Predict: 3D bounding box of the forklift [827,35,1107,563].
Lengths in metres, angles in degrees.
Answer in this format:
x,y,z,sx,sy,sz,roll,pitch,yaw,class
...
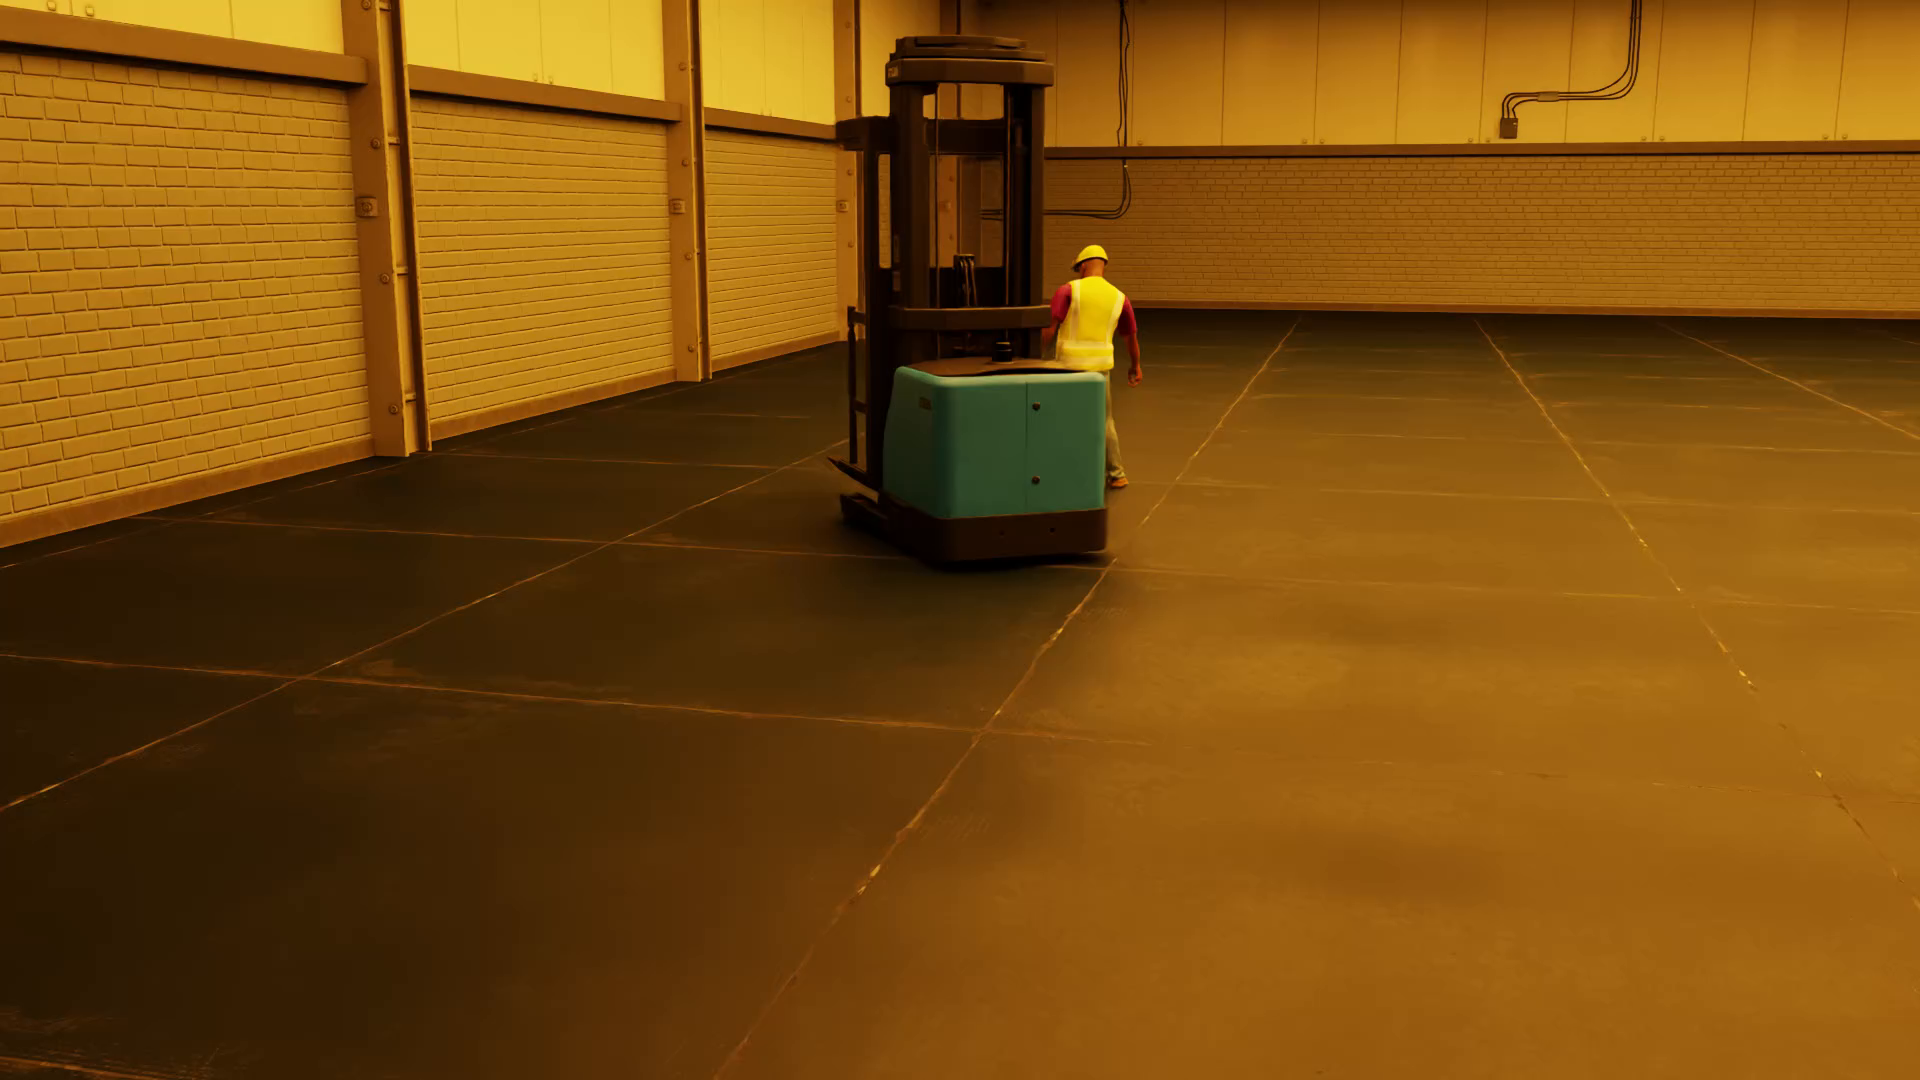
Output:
x,y,z,sx,sy,sz,roll,pitch,yaw,class
-0.130,-1.558,10.378,1.130,2.935,3.031,-4,12,-19,forklift

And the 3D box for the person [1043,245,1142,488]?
x,y,z,sx,sy,sz,roll,pitch,yaw,class
0.887,-1.225,11.817,0.934,1.716,0.426,-4,12,-18,person
